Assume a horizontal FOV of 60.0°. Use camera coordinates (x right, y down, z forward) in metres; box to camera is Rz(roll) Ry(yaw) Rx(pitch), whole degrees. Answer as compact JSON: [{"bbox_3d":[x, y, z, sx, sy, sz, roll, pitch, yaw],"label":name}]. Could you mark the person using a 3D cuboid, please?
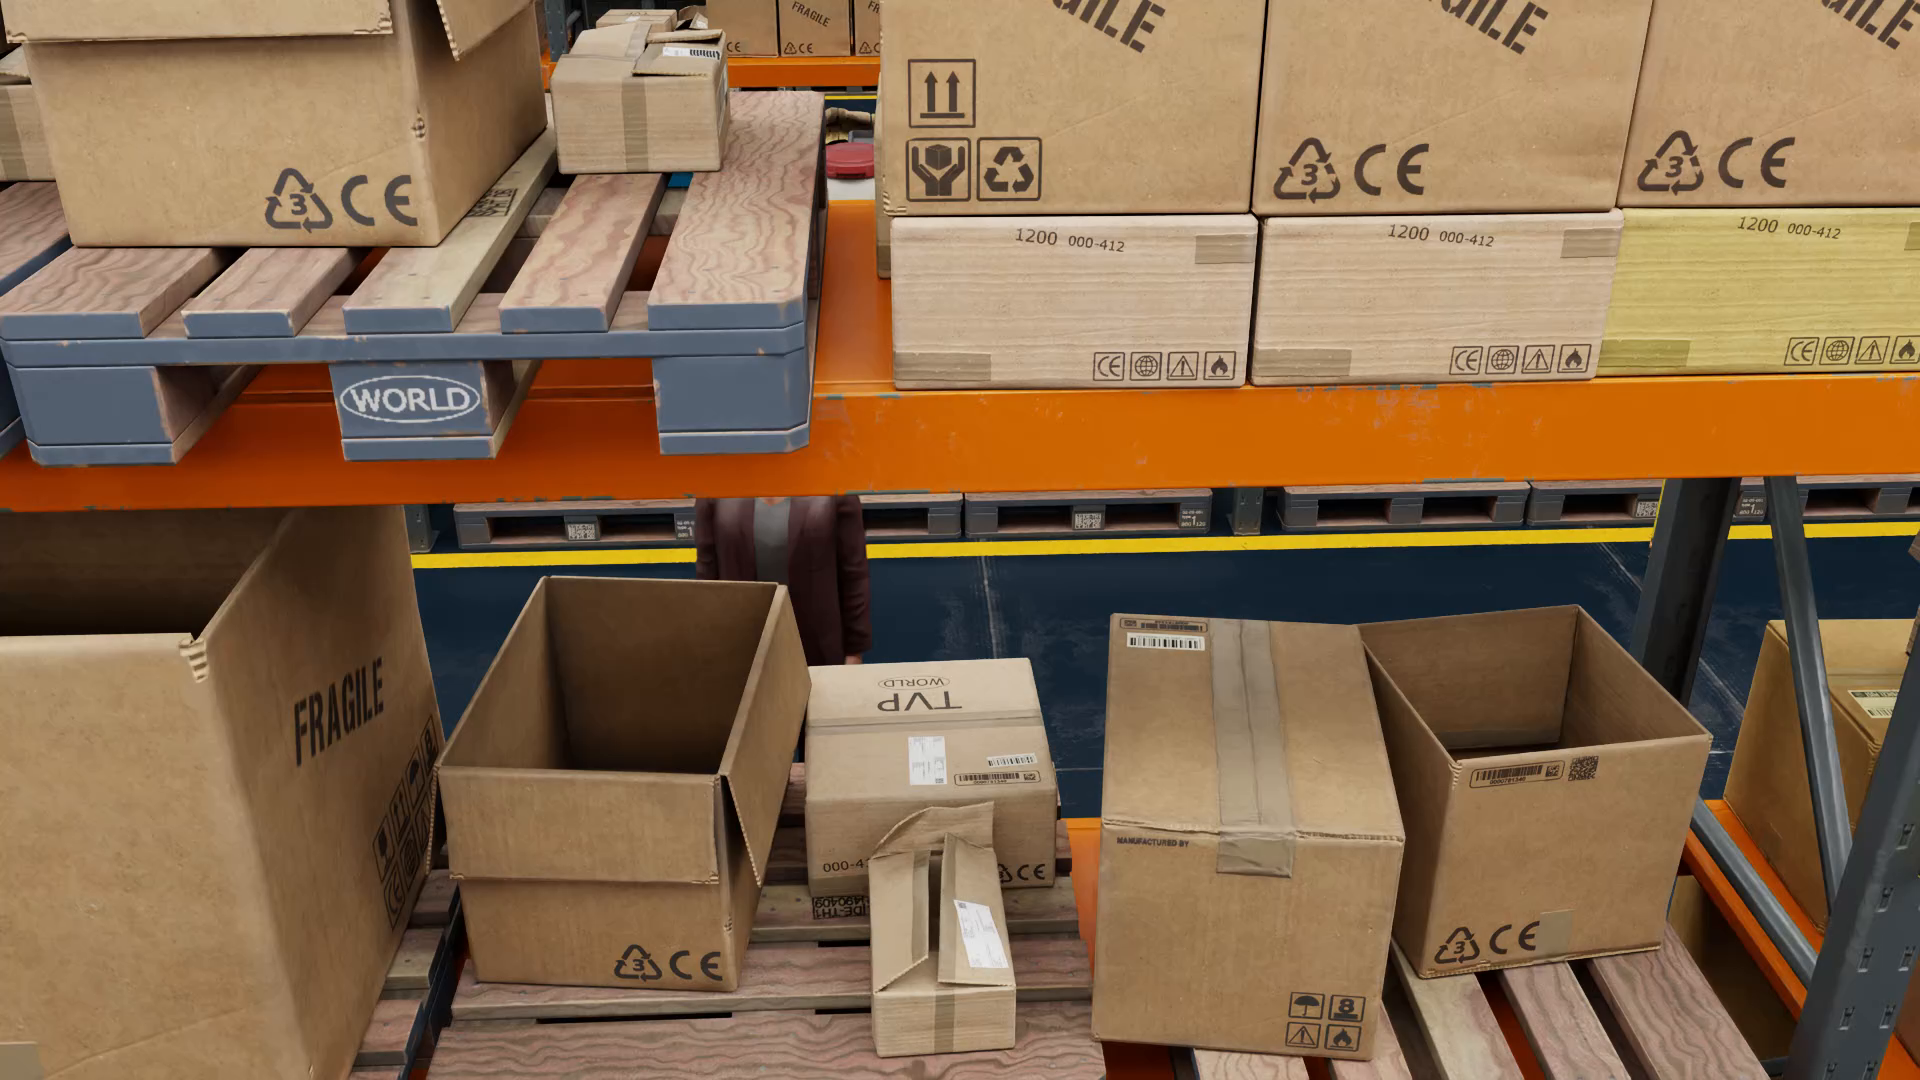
[{"bbox_3d":[-0.565,0.369,5.425,0.563,1.778,0.379,-1,27,-2],"label":"person"}]
